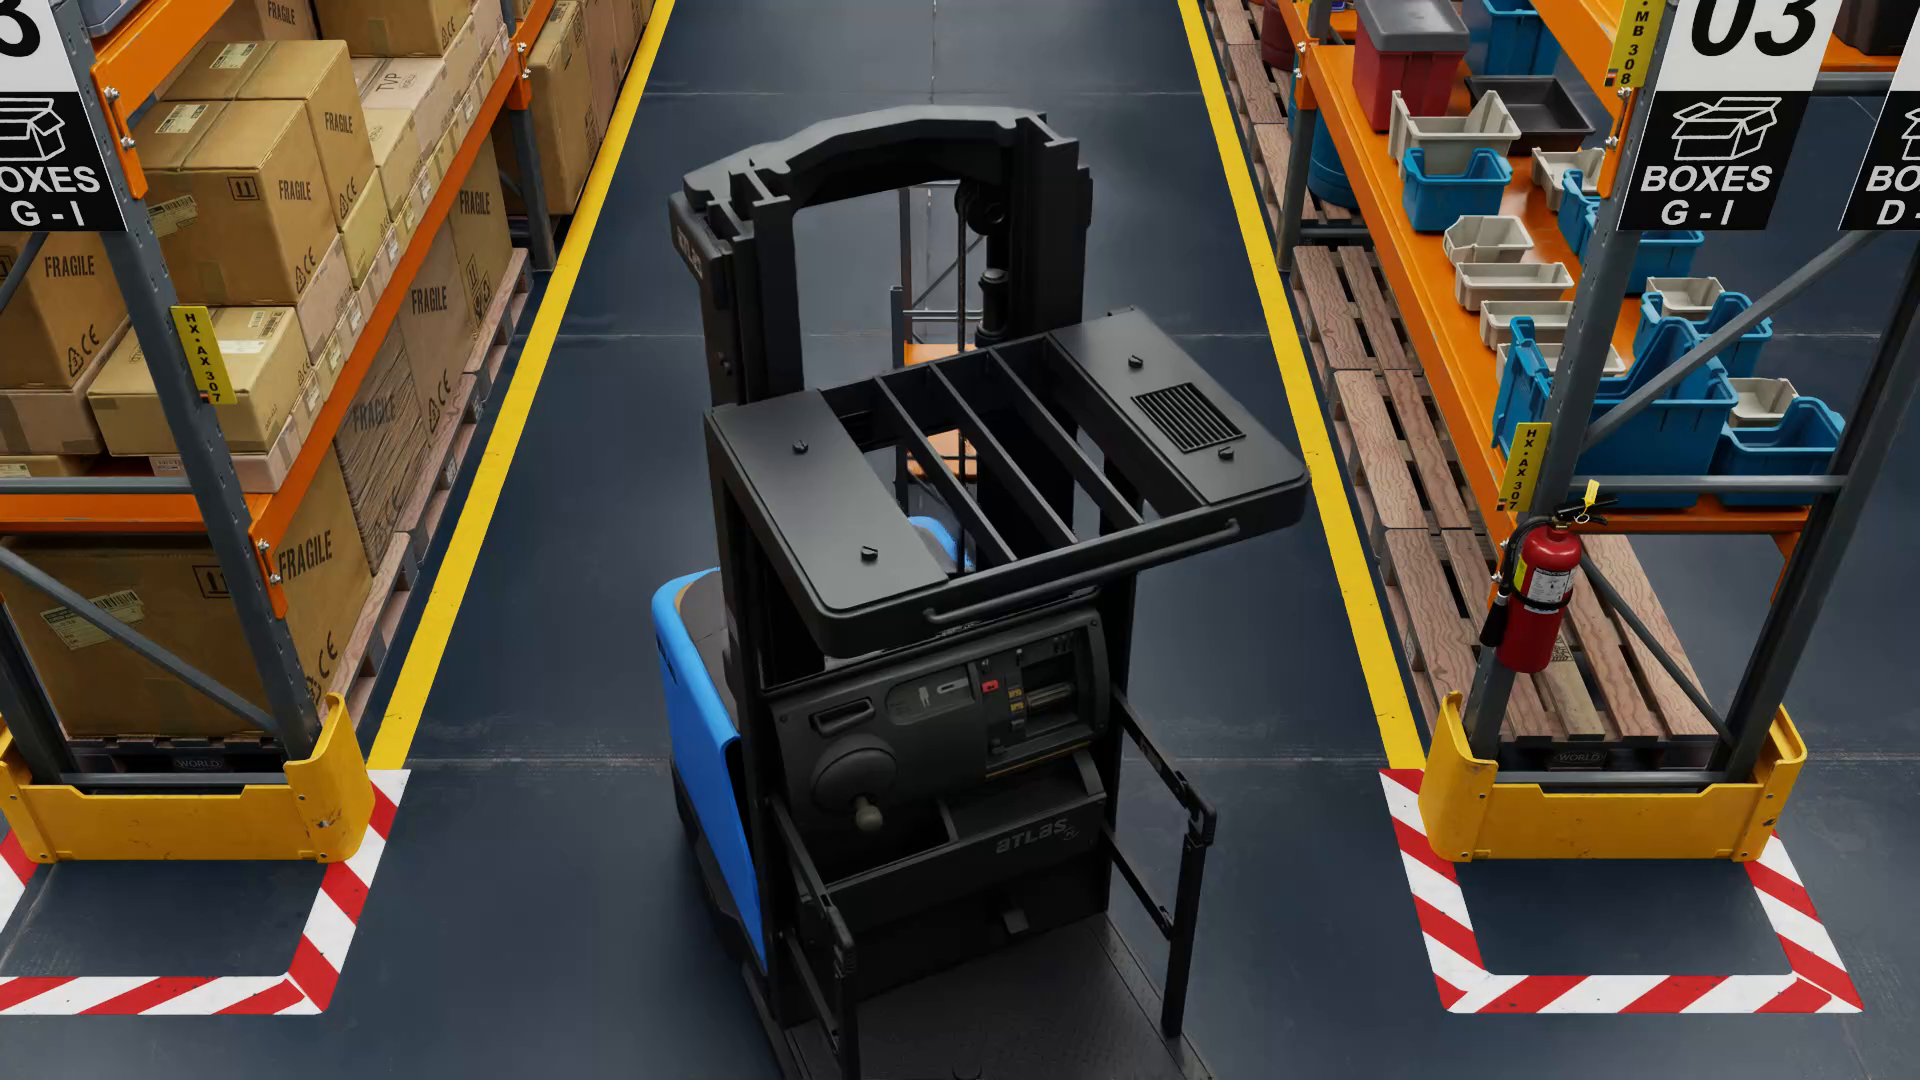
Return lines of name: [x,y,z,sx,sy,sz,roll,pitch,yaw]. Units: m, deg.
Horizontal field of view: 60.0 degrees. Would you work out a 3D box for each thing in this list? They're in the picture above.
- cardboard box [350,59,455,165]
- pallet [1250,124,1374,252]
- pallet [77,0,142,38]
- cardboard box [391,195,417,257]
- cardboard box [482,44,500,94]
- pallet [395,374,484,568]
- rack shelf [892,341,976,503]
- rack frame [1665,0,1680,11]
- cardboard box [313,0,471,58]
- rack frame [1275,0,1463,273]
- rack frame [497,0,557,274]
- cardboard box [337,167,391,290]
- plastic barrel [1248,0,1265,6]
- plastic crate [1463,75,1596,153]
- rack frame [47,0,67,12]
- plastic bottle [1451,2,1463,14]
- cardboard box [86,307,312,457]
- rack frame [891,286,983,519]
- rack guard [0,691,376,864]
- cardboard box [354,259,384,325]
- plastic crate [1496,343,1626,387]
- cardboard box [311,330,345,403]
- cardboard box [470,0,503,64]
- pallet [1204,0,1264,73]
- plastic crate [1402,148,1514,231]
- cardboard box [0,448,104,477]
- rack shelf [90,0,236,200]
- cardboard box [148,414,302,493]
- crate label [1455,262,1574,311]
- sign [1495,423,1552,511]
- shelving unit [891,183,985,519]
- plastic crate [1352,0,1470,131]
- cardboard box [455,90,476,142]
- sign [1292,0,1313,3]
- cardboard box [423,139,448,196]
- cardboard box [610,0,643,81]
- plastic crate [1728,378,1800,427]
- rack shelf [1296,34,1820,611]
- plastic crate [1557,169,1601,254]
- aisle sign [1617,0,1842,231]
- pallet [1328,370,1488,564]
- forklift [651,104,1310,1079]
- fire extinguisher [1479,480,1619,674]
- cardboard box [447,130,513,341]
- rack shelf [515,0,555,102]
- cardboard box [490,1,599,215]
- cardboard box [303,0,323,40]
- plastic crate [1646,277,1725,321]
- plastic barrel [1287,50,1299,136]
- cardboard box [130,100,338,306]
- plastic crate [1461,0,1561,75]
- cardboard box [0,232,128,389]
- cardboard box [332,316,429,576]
cardboard box: [-2.451,-1.799,6.979,0.500,0.250,0.500,1,39,1]
pallet: [2.276,-2.059,9.650,1.003,0.211,1.213,0,39,0]
pallet: [-2.725,-1.759,4.719,1.003,0.211,1.213,0,39,0]
cardboard box: [-2.387,-1.245,6.606,0.380,0.149,0.250,-1,39,-1]
cardboard box: [-2.389,-2.211,7.811,0.380,0.149,0.250,1,39,1]
pallet: [-2.791,-0.332,7.495,1.003,0.211,1.213,0,39,0]
rack shelf: [0.000,-0.498,6.960,0.538,0.185,1.000,0,39,0]
rack frame: [2.240,-2.504,3.178,1.000,3.000,0.127,0,39,0]
cardboard box: [-2.454,-2.410,7.141,0.500,0.500,0.500,0,39,0]
rack frame: [2.235,-2.664,8.176,1.000,3.000,0.127,0,39,0]
rack frame: [-2.718,-2.661,8.171,1.000,3.000,0.127,0,39,0]
cardboard box: [-2.448,-1.156,6.176,0.500,0.250,0.500,-1,39,-2]
plastic barrel: [2.248,-4.177,11.463,0.600,0.830,0.708,0,39,0]
plastic crate: [2.505,-1.880,7.370,0.437,0.125,0.590,0,39,0]
rack frame: [-2.713,-2.500,3.174,1.000,3.000,0.127,0,39,0]
plastic bottle: [2.559,-2.891,8.498,0.144,0.351,0.185,0,39,0]
cardboard box: [-2.444,-0.517,5.379,0.500,0.250,0.500,-1,39,-1]
rack frame: [0.000,-0.321,6.451,0.500,1.500,0.032,0,39,0]
rack guard: [-2.713,0.831,5.813,1.175,0.500,0.348,0,39,0]
cardboard box: [-2.387,-0.926,6.208,0.380,0.149,0.250,-1,39,-1]
plastic crate: [2.058,-0.593,5.754,0.396,0.136,0.243,0,39,0]
cardboard box: [-2.386,-0.604,5.806,0.380,0.149,0.250,-1,39,-1]
cardboard box: [-2.455,-2.442,7.781,0.500,0.250,0.500,-1,39,-1]
pallet: [2.273,-3.584,11.554,1.003,0.211,1.213,0,39,0]
plastic crate: [1.981,-1.405,6.690,0.416,0.233,0.300,0,39,0]
cardboard box: [-3.043,-0.284,5.406,0.380,0.149,0.250,1,39,1]
rack shelf: [-2.716,-2.300,5.898,1.077,0.370,4.000,0,39,0]
cardboard box: [-2.384,-0.283,5.406,0.380,0.149,0.250,0,39,0]
crate label: [2.047,-0.948,6.198,0.396,0.136,0.243,0,39,0]
sign: [1.690,-0.216,4.990,0.100,0.325,0.005,0,39,0]
shelving unit: [0.000,-0.633,6.840,0.587,1.500,1.083,0,39,0]
plastic crate: [1.985,-2.154,7.440,0.402,0.464,0.583,0,39,0]
cardboard box: [-2.389,-1.890,7.410,0.380,0.149,0.250,1,39,1]
sign: [1.685,-2.773,8.090,0.100,0.325,0.005,0,39,0]
cardboard box: [-2.388,-1.568,7.009,0.380,0.149,0.250,-1,39,-1]
cardboard box: [-2.749,-3.508,10.592,1.225,0.875,0.875,0,39,0]
plastic crate: [2.651,-0.439,5.561,0.250,0.136,0.298,0,39,0]
rack shelf: [2.237,-1.133,6.840,1.077,0.370,4.000,0,39,0]
plastic crate: [2.567,-1.287,6.543,0.416,0.233,0.300,0,39,0]
aisle sign: [1.947,-1.132,4.185,0.394,0.787,0.004,0,39,0]
pallet: [2.279,-0.351,7.520,1.003,0.211,1.213,0,39,0]
forklift: [0.057,0.551,4.218,1.130,2.935,3.031,-16,41,-19]
fire extinguisher: [1.785,0.108,5.077,0.296,0.674,0.183,0,39,0]
cardboard box: [-2.797,-1.583,8.189,0.875,0.875,0.875,0,39,0]
rack shelf: [-2.720,-3.631,9.957,1.077,0.370,4.000,0,39,0]
cardboard box: [-2.739,-2.396,9.204,1.225,0.875,0.875,0,39,0]
cardboard box: [-2.980,-2.403,7.132,0.500,0.500,0.500,0,39,0]
plastic crate: [2.650,-0.863,6.091,0.250,0.136,0.298,0,39,0]
plastic barrel: [2.251,-2.792,9.678,0.600,0.901,0.708,0,39,0]
cardboard box: [-2.444,-1.122,5.534,0.500,0.500,0.500,-1,39,-1]
plastic crate: [2.577,-2.390,7.798,0.392,0.384,0.575,0,39,0]
cardboard box: [-2.977,-0.814,5.149,0.500,0.500,0.500,0,39,1]
cardboard box: [-2.795,-0.463,6.793,0.875,0.875,0.875,0,39,0]
